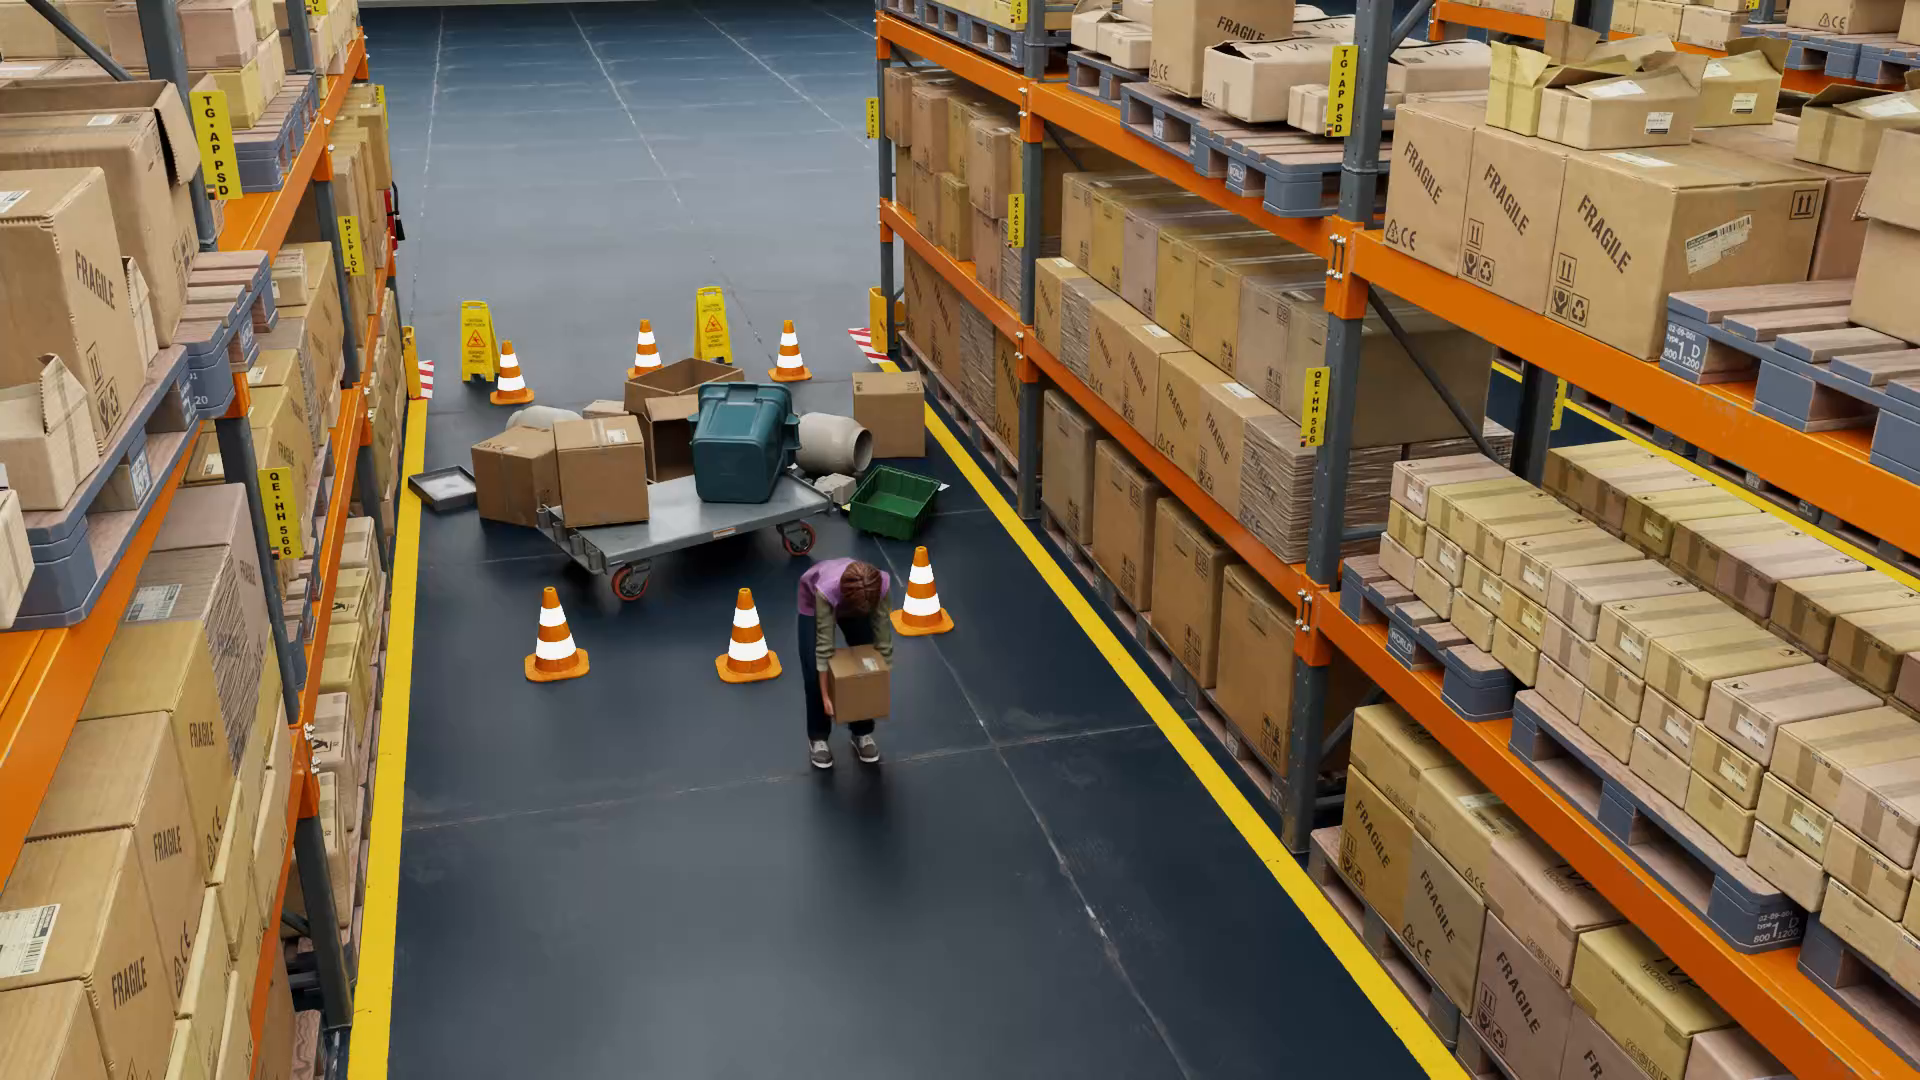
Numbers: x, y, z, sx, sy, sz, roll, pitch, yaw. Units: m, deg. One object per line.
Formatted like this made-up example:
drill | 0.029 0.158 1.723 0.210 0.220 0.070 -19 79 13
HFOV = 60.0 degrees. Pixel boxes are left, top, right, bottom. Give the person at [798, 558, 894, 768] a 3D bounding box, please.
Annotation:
person | -0.526 0.559 7.782 0.389 1.226 0.811 -7 24 -16
